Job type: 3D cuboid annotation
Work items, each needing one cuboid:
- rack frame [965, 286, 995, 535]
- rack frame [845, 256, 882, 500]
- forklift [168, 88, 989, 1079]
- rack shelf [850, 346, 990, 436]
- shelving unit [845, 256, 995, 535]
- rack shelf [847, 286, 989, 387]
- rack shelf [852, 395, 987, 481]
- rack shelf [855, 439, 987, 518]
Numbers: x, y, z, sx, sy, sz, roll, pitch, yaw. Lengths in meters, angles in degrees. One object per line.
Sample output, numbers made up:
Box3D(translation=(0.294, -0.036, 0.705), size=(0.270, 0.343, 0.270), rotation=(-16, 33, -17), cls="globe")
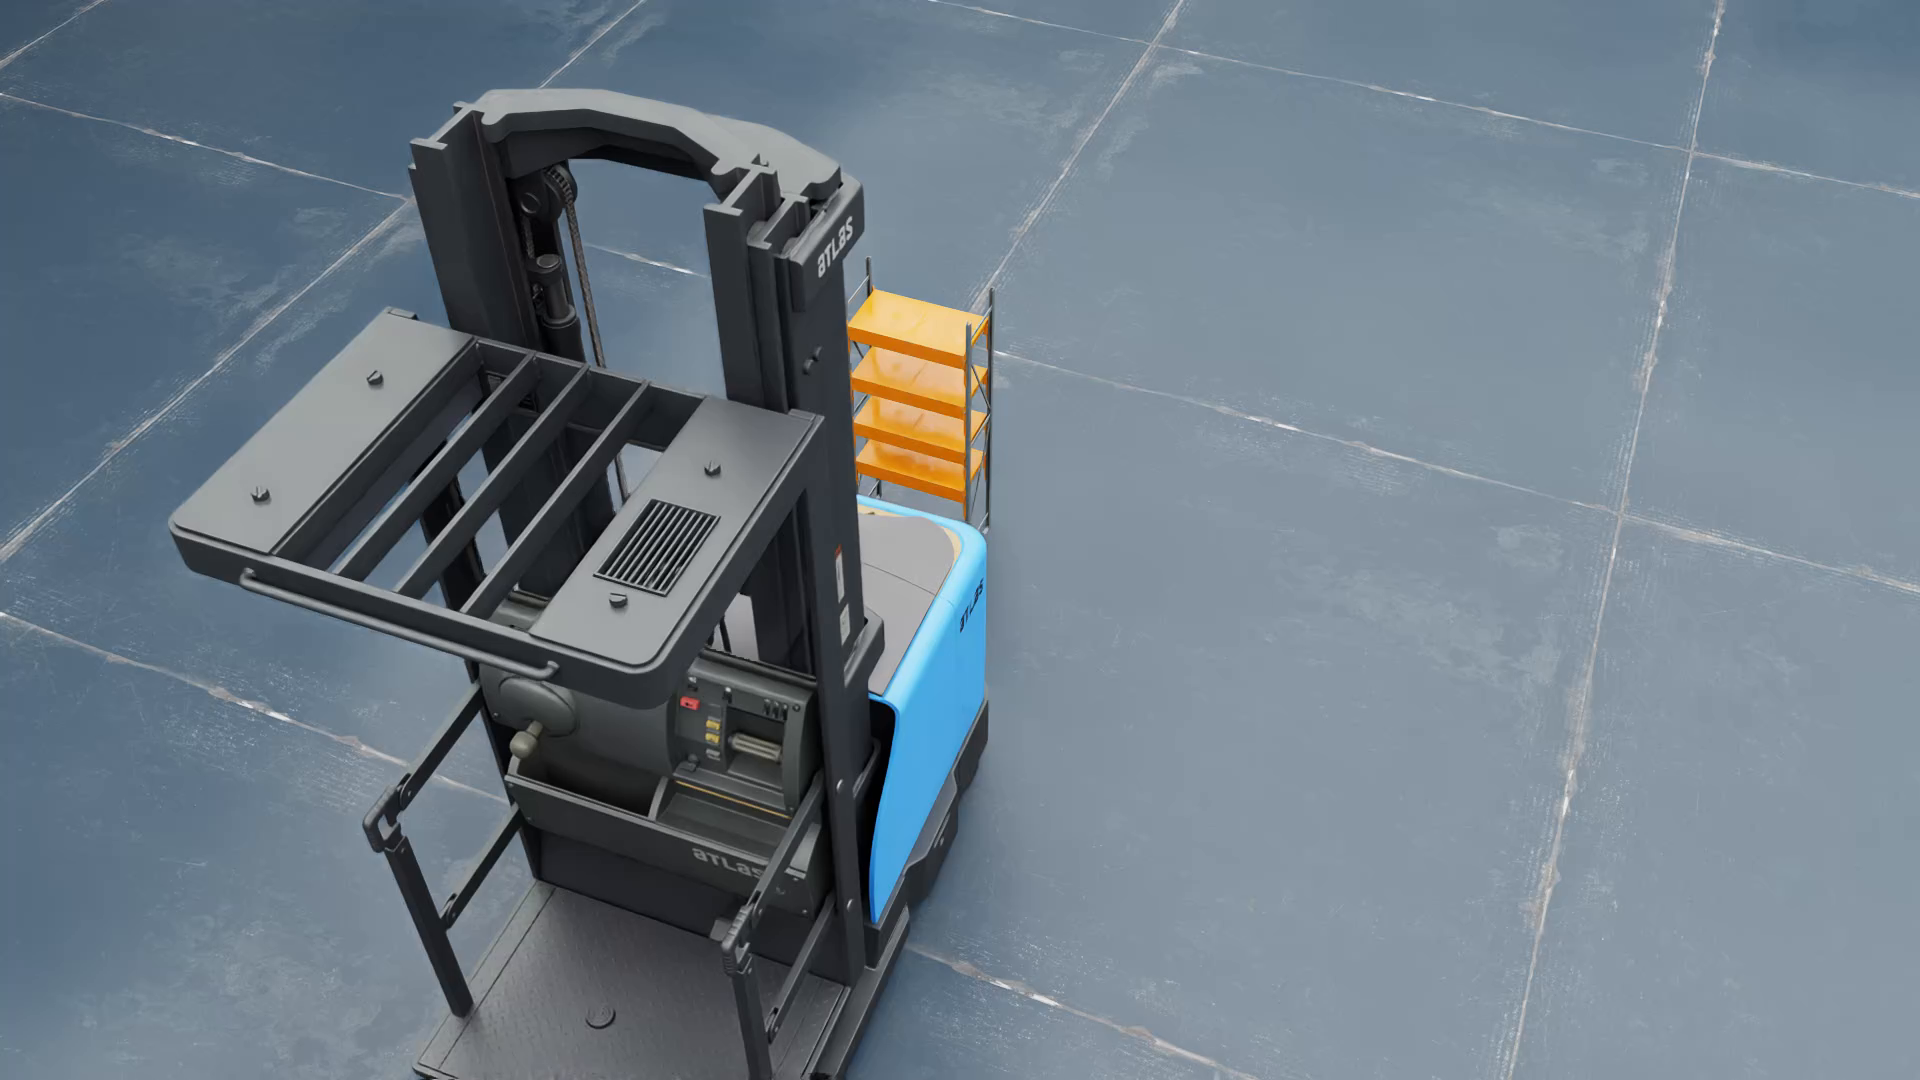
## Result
Box3D(translation=(0.072, -0.404, 6.305), size=(0.015, 1.200, 0.240), rotation=(16, 47, 16), cls="rack frame")
Box3D(translation=(-0.378, -0.537, 6.439), size=(0.015, 1.200, 0.240), rotation=(16, 47, 16), cls="rack frame")
Box3D(translation=(-0.897, 0.535, 4.134), size=(1.130, 2.935, 3.031), rotation=(15, 47, 15), cls="forklift")
Box3D(translation=(-0.153, -0.581, 6.262), size=(0.480, 0.148, 0.258), rotation=(16, 47, 16), cls="rack shelf")
Box3D(translation=(-0.153, -0.470, 6.372), size=(0.503, 1.200, 0.258), rotation=(16, 47, 16), cls="shelving unit")
Box3D(translation=(-0.153, -0.749, 6.095), size=(0.480, 0.148, 0.258), rotation=(16, 47, 16), cls="rack shelf")
Box3D(translation=(-0.153, -0.423, 6.419), size=(0.480, 0.148, 0.258), rotation=(16, 47, 16), cls="rack shelf")
Box3D(translation=(-0.153, -0.282, 6.559), size=(0.480, 0.148, 0.258), rotation=(16, 47, 16), cls="rack shelf")
